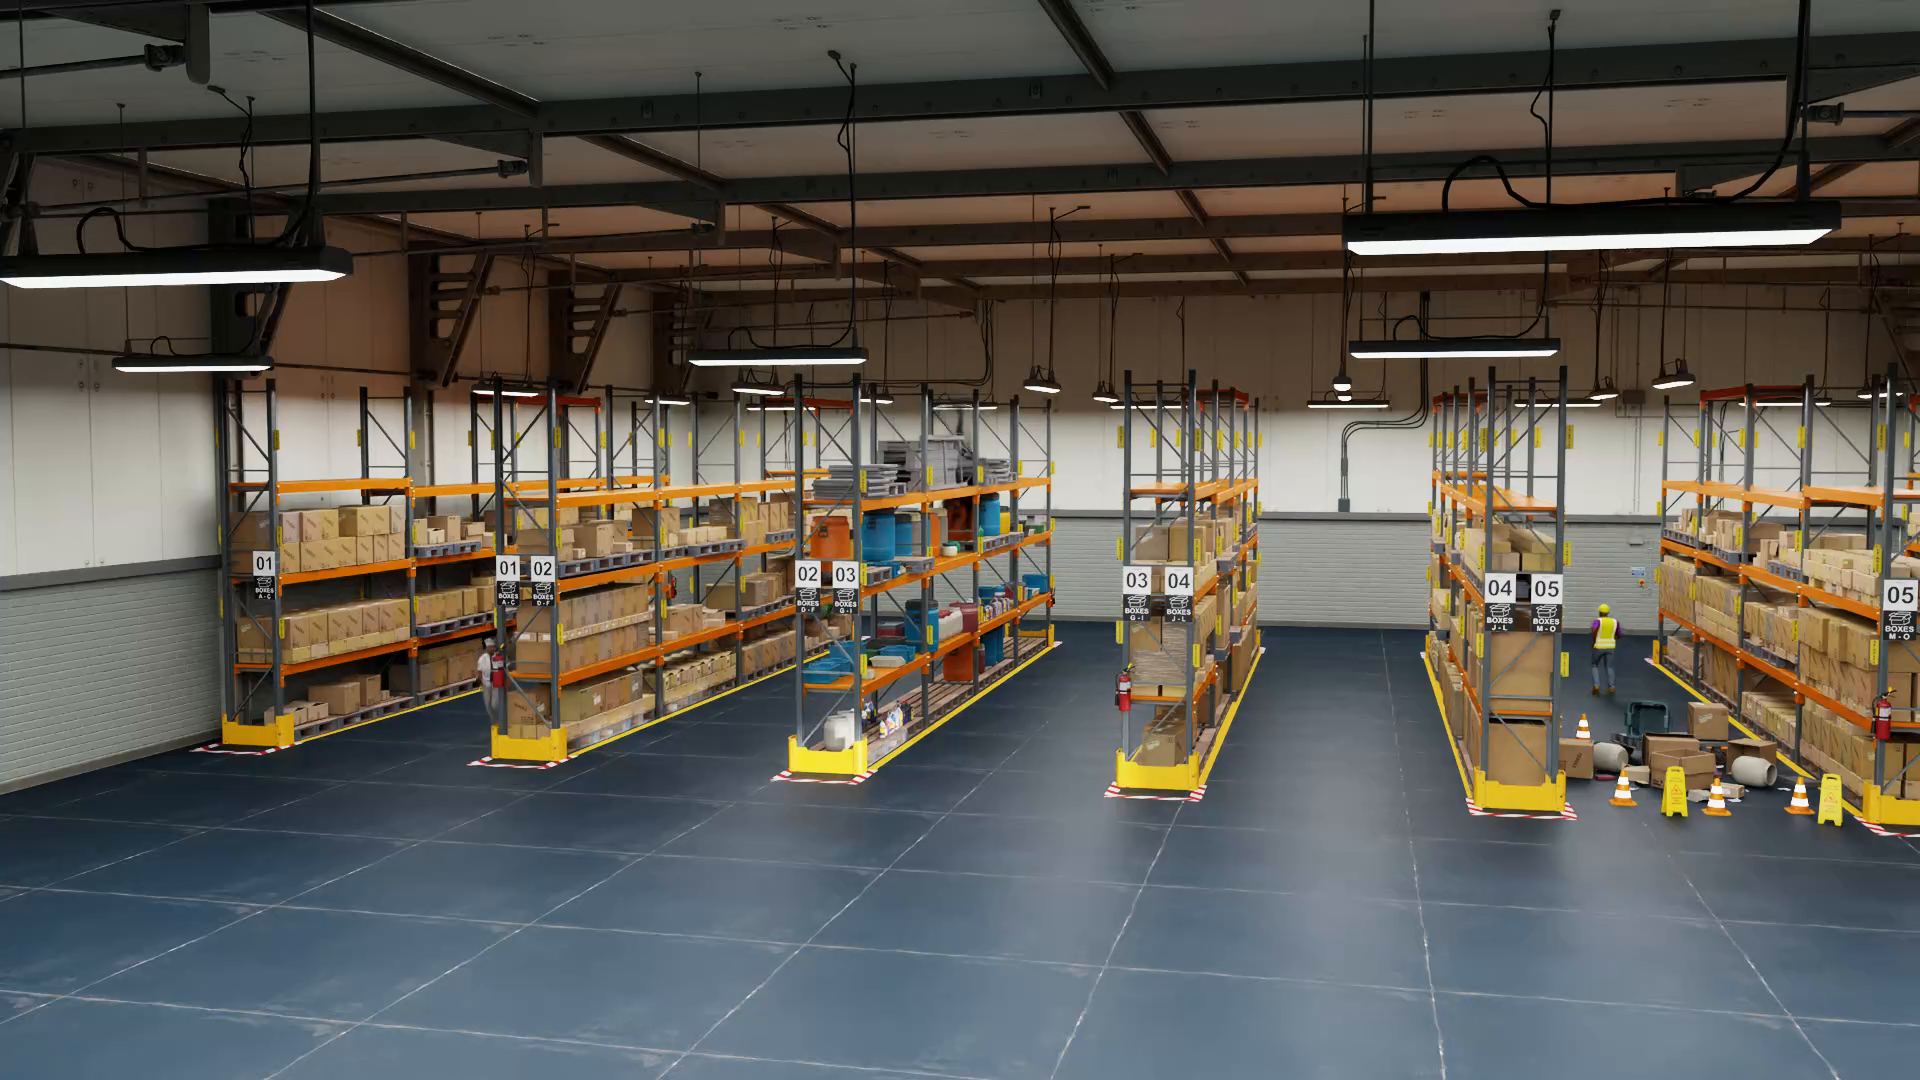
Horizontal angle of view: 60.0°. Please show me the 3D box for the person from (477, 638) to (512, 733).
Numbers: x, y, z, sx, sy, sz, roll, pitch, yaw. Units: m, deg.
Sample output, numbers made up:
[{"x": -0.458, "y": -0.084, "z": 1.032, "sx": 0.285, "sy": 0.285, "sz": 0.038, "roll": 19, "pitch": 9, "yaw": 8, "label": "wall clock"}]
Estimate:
[{"x": -7.926, "y": 2.480, "z": 28.211, "sx": 0.551, "sy": 1.648, "sz": 0.664, "roll": 0, "pitch": 3, "yaw": 3, "label": "person"}]

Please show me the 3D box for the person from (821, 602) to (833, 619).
[{"x": -3.243, "y": 1.511, "z": 42.939, "sx": 0.904, "sy": 1.825, "sz": 0.644, "roll": 2, "pitch": 4, "yaw": 28, "label": "person"}]

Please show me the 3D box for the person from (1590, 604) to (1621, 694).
[{"x": 12.630, "y": 2.170, "z": 32.585, "sx": 0.630, "sy": 1.811, "sz": 0.827, "roll": 0, "pitch": 3, "yaw": 6, "label": "person"}]
